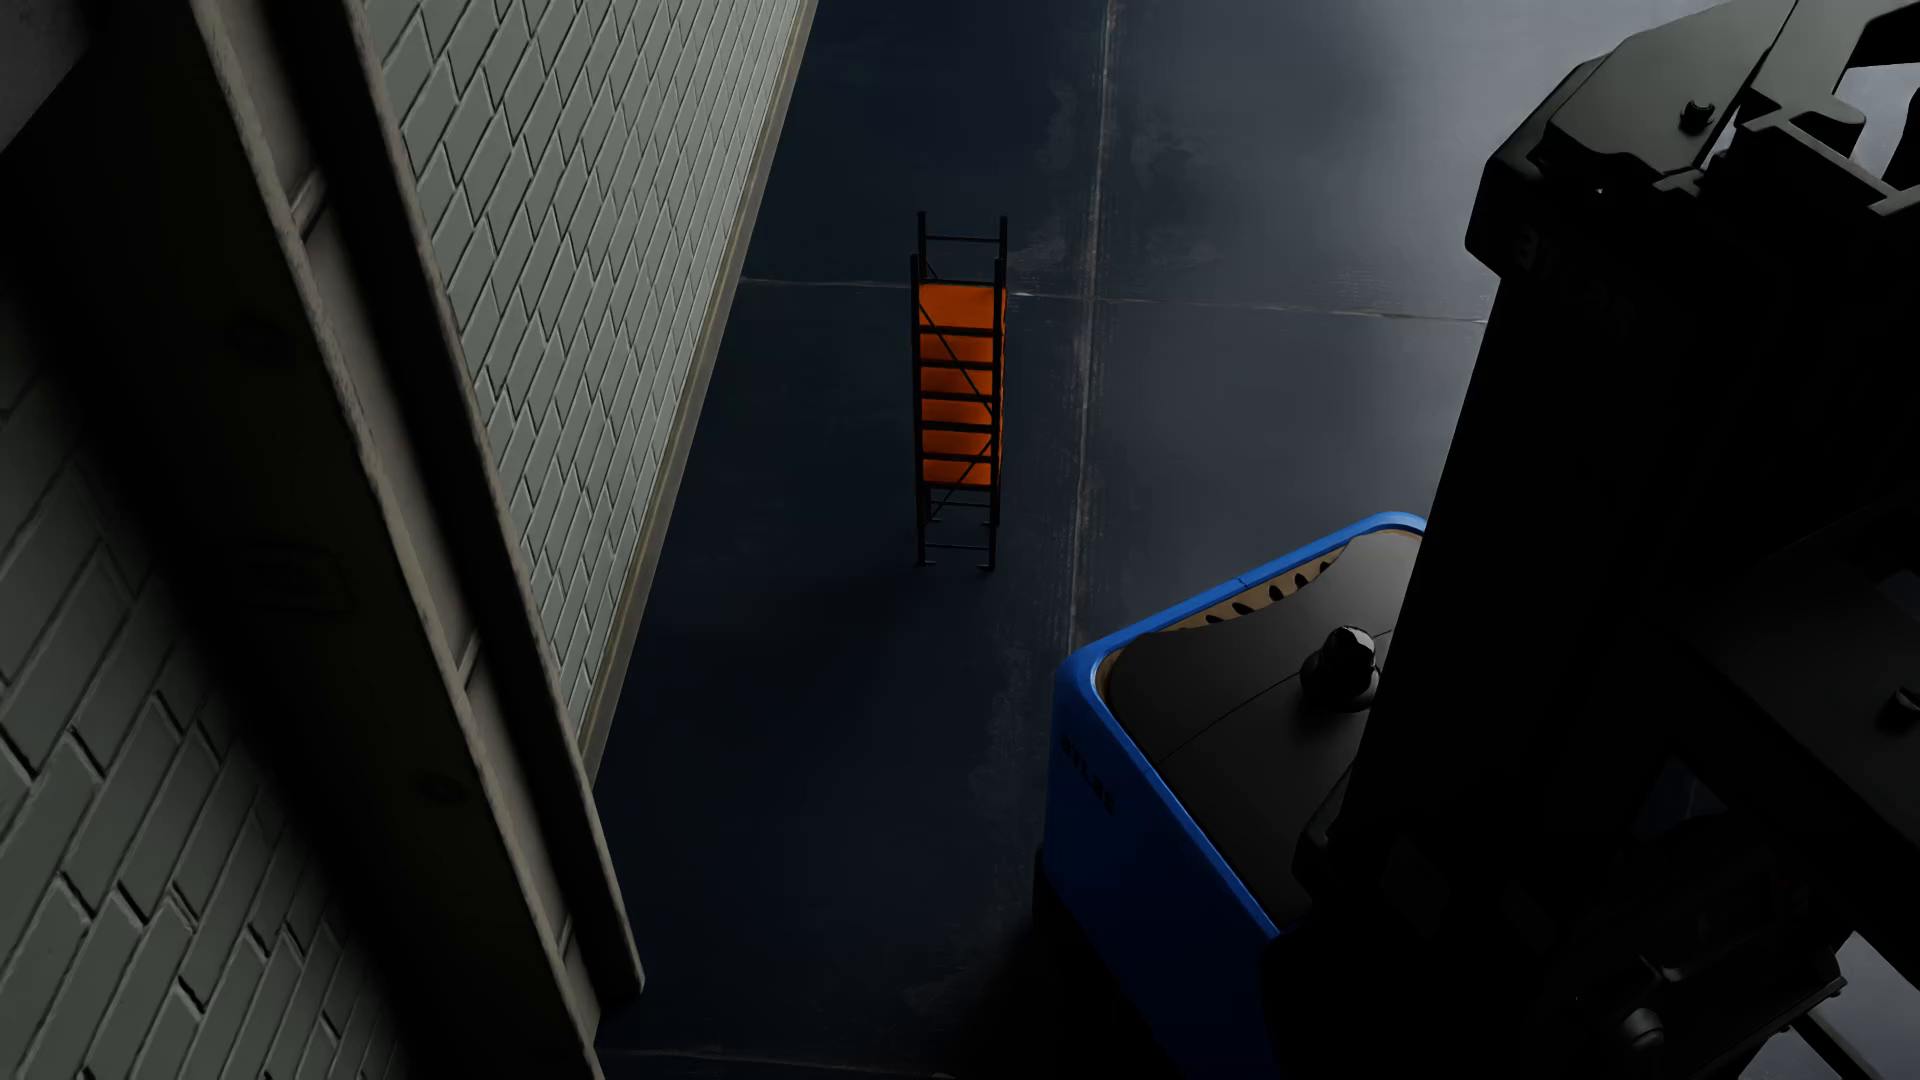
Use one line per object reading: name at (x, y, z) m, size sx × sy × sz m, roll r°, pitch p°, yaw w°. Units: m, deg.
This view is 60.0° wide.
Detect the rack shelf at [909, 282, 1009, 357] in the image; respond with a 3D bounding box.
rack shelf at (-0.001, -0.607, 4.565) m, size 0.258 × 0.103 × 0.180 m, roll 4°, pitch 48°, yaw 4°

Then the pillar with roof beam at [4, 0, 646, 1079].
pillar with roof beam at (3.316, -1.504, 0.527) m, size 9.100 × 9.000 × 0.400 m, roll 4°, pitch 48°, yaw 4°

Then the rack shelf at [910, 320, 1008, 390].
rack shelf at (-0.001, -0.526, 4.653) m, size 0.258 × 0.103 × 0.180 m, roll 4°, pitch 48°, yaw 4°

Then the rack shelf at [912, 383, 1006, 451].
rack shelf at (-0.001, -0.364, 4.830) m, size 0.258 × 0.103 × 0.180 m, roll 4°, pitch 48°, yaw 4°

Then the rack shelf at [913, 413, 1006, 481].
rack shelf at (-0.001, -0.283, 4.919) m, size 0.258 × 0.103 × 0.180 m, roll 4°, pitch 48°, yaw 4°

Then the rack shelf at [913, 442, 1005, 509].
rack shelf at (-0.001, -0.202, 5.007) m, size 0.258 × 0.103 × 0.180 m, roll 4°, pitch 48°, yaw 4°

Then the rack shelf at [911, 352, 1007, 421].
rack shelf at (-0.001, -0.445, 4.742) m, size 0.258 × 0.103 × 0.180 m, roll 4°, pitch 48°, yaw 4°

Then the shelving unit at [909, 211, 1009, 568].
shelving unit at (-0.001, -0.394, 4.798) m, size 0.258 × 1.200 × 0.189 m, roll 4°, pitch 48°, yaw 4°

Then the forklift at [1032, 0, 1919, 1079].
forklift at (1.350, 0.767, 2.562) m, size 1.130 × 2.935 × 3.031 m, roll -23°, pitch 51°, yaw -19°

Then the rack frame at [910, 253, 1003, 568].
rack frame at (-0.010, -0.327, 4.736) m, size 0.240 × 1.200 × 0.006 m, roll 4°, pitch 48°, yaw 4°

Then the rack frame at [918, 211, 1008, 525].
rack frame at (0.007, -0.462, 4.859) m, size 0.240 × 1.200 × 0.006 m, roll 4°, pitch 48°, yaw 4°
